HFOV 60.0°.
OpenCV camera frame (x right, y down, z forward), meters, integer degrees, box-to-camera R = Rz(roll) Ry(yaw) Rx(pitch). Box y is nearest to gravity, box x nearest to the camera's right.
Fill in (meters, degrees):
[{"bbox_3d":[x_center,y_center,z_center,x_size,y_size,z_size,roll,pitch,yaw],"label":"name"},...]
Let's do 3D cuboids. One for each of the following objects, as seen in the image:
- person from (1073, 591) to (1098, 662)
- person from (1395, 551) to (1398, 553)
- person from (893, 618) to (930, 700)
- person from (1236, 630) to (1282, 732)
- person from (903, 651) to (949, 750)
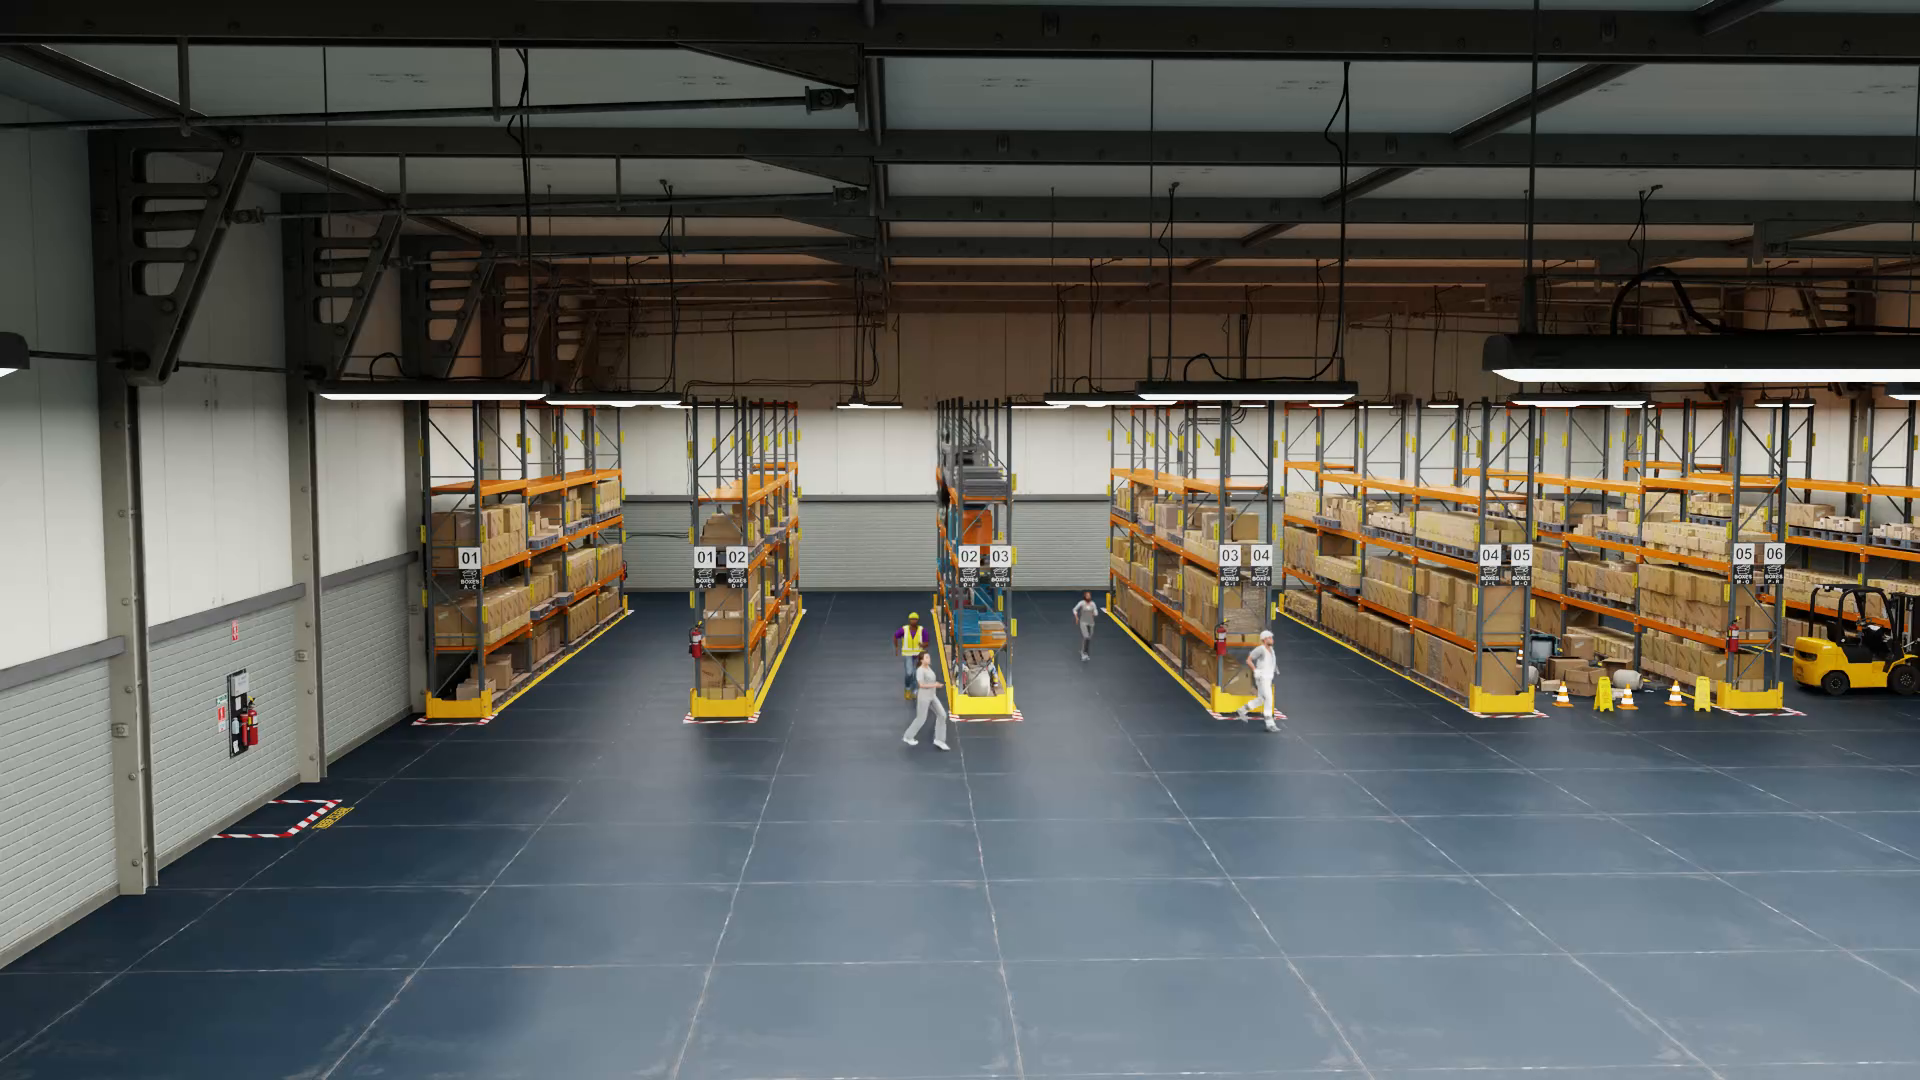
[{"bbox_3d":[2.908,1.979,38.149,0.503,1.627,0.691,-1,5,-16],"label":"person"},{"bbox_3d":[13.033,1.097,49.255,0.801,1.698,0.590,0,4,1],"label":"person"},{"bbox_3d":[-0.936,2.320,32.876,0.692,1.702,0.660,-1,5,-12],"label":"person"},{"bbox_3d":[5.453,2.520,30.053,0.935,1.792,0.681,3,5,36],"label":"person"},{"bbox_3d":[-0.574,2.723,28.256,0.825,1.698,0.570,2,5,28],"label":"person"}]
